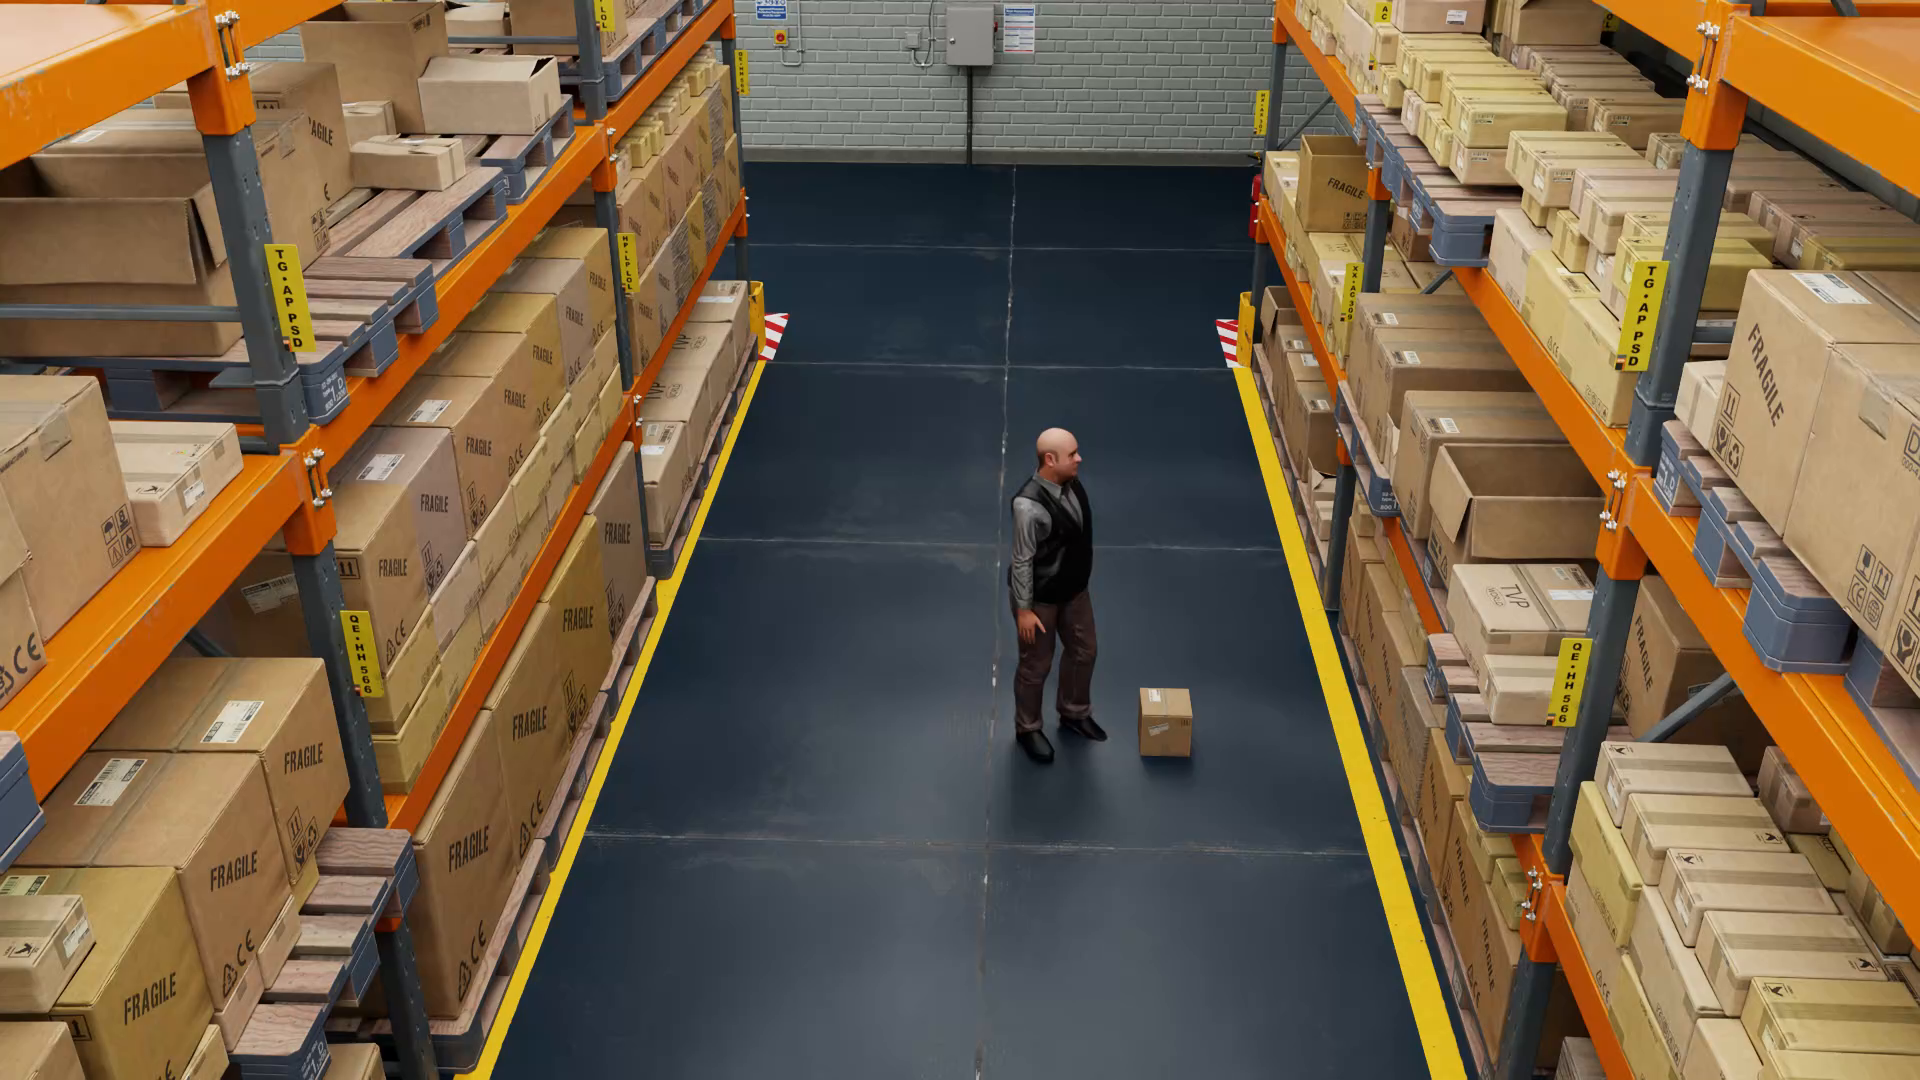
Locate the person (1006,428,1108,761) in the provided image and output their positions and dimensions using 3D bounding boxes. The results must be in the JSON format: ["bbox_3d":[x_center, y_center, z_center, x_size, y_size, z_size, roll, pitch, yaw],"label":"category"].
[{"bbox_3d":[0.464,0.297,8.127,0.454,1.782,0.599,19,33,32],"label":"person"}]
